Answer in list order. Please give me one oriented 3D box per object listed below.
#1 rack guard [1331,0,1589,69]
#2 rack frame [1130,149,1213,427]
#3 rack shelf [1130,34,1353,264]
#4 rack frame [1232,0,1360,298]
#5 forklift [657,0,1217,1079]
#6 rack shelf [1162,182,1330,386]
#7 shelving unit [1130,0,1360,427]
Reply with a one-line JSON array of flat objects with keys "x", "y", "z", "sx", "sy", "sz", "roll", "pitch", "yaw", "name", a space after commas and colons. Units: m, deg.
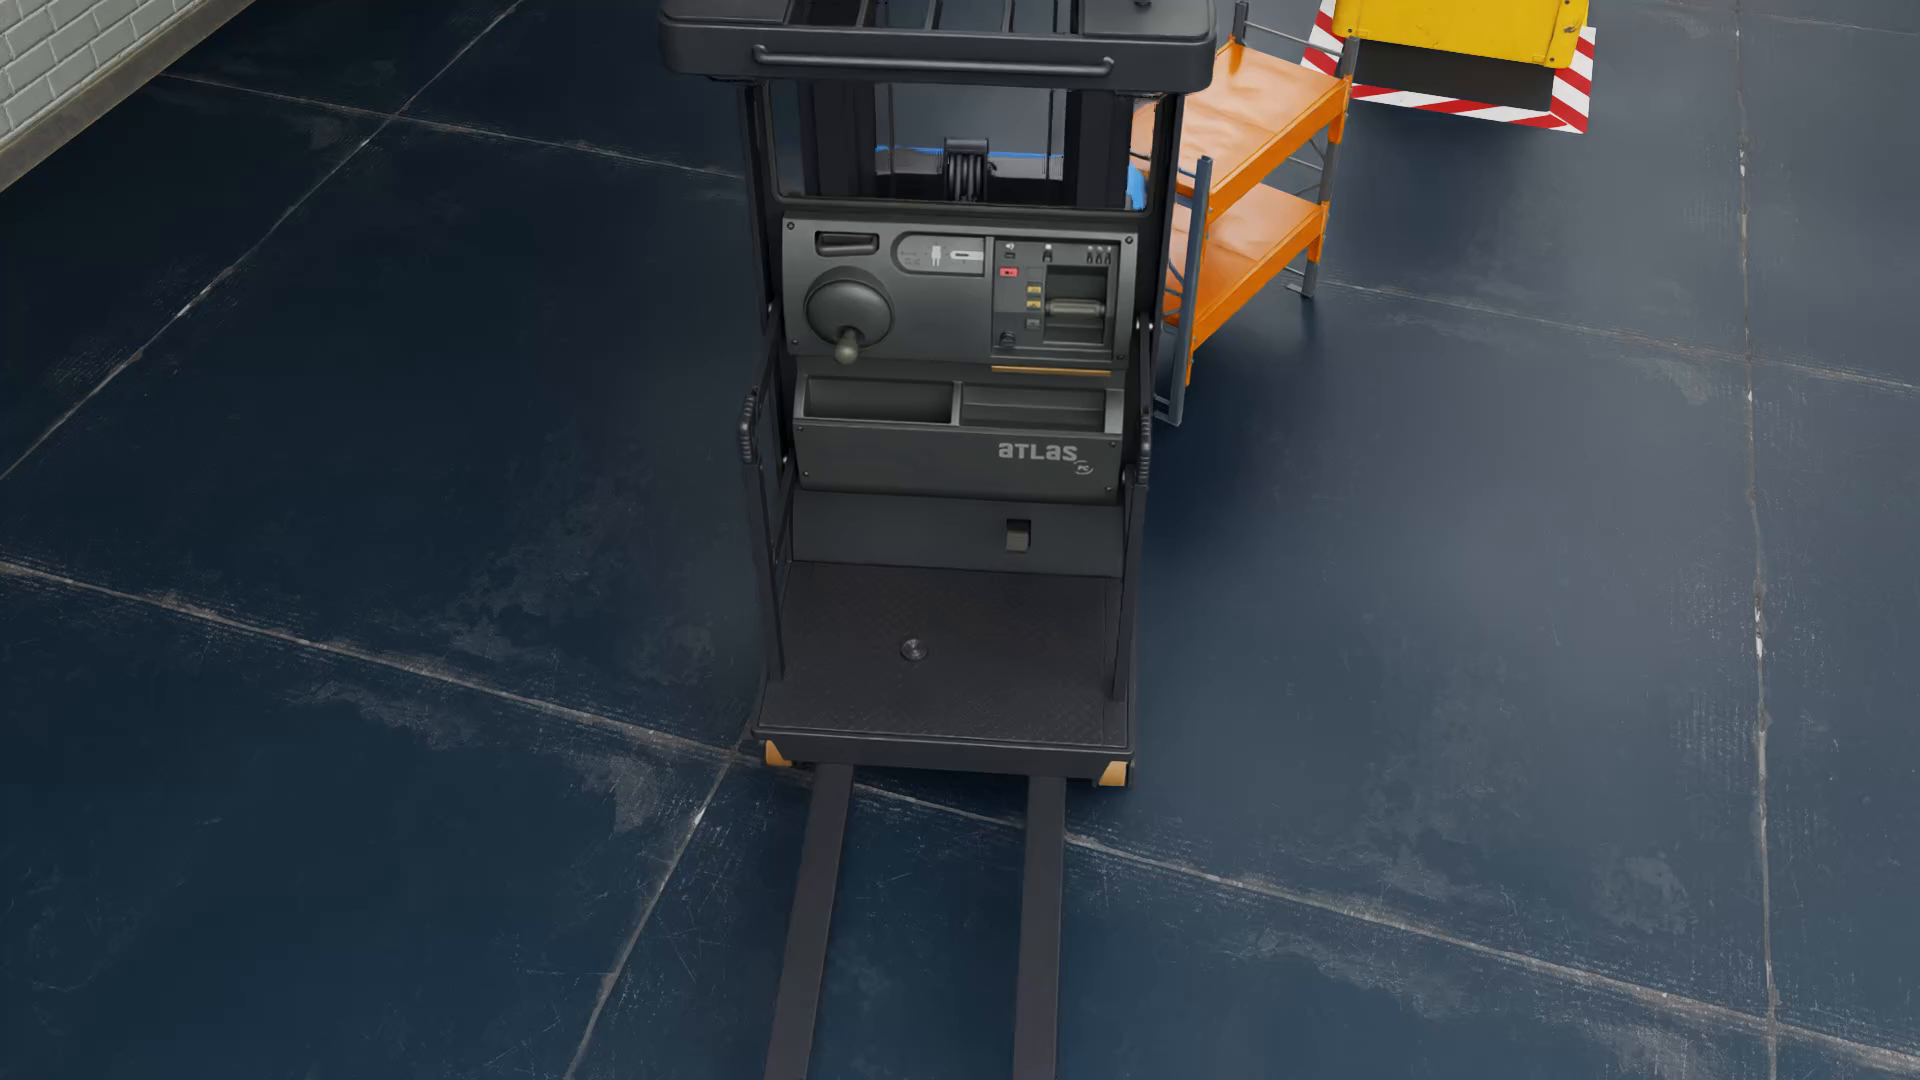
[{"x": 2.461, "y": -2.700, "z": 8.152, "sx": 1.175, "sy": 0.500, "sz": 0.348, "roll": 13, "pitch": 46, "yaw": 13, "name": "rack guard"}, {"x": 0.617, "y": -0.937, "z": 5.903, "sx": 0.500, "sy": 1.125, "sz": 0.032, "roll": 28, "pitch": 51, "yaw": 26, "name": "rack frame"}, {"x": 0.926, "y": -1.428, "z": 5.987, "sx": 0.538, "sy": 0.278, "sz": 1.000, "roll": 28, "pitch": 51, "yaw": 26, "name": "rack shelf"}, {"x": 1.235, "y": -1.502, "z": 6.480, "sx": 0.500, "sy": 1.125, "sz": 0.032, "roll": 28, "pitch": 51, "yaw": 26, "name": "rack frame"}, {"x": -0.018, "y": -0.557, "z": 4.223, "sx": 1.130, "sy": 2.935, "sz": 3.031, "roll": 3, "pitch": 44, "yaw": 3, "name": "forklift"}, {"x": 0.926, "y": -1.045, "z": 6.363, "sx": 0.538, "sy": 0.278, "sz": 1.000, "roll": 28, "pitch": 51, "yaw": 26, "name": "rack shelf"}, {"x": 0.926, "y": -1.219, "z": 6.192, "sx": 0.538, "sy": 1.125, "sz": 1.048, "roll": 28, "pitch": 51, "yaw": 26, "name": "shelving unit"}]
